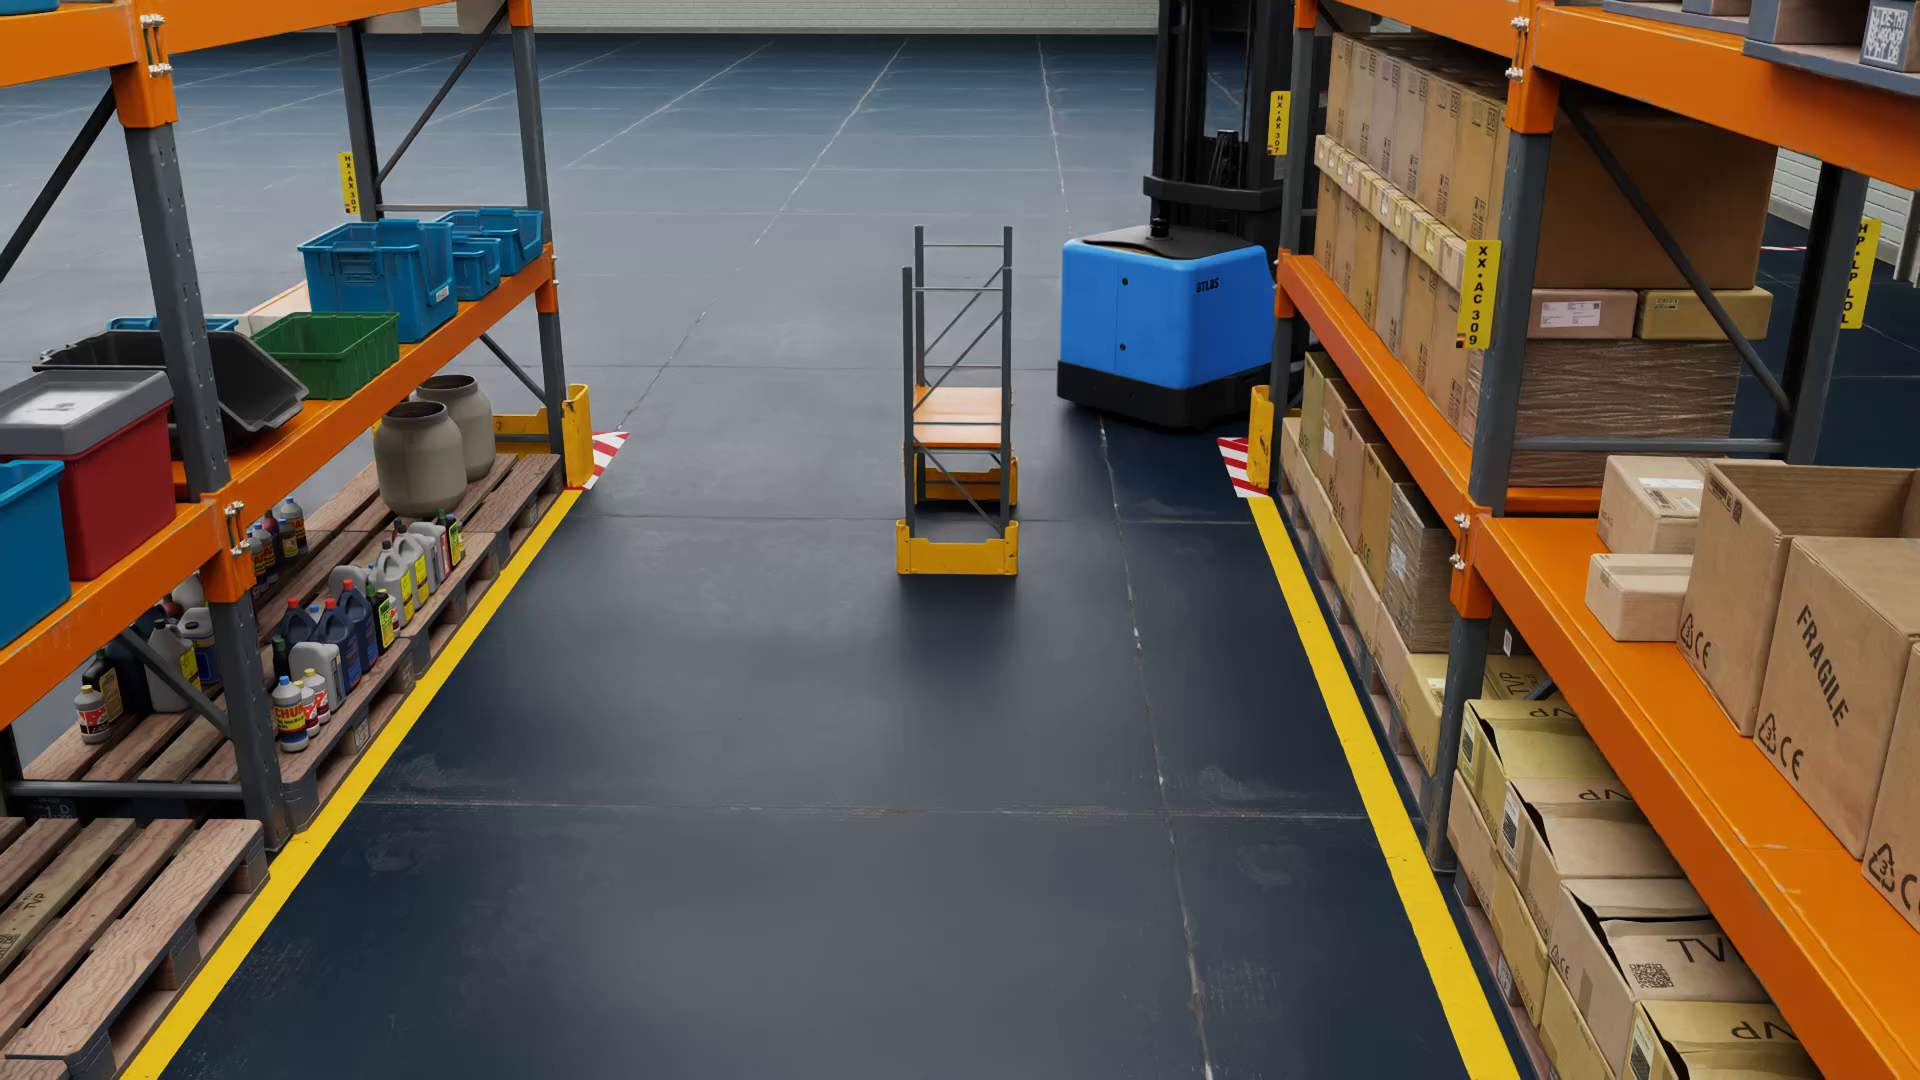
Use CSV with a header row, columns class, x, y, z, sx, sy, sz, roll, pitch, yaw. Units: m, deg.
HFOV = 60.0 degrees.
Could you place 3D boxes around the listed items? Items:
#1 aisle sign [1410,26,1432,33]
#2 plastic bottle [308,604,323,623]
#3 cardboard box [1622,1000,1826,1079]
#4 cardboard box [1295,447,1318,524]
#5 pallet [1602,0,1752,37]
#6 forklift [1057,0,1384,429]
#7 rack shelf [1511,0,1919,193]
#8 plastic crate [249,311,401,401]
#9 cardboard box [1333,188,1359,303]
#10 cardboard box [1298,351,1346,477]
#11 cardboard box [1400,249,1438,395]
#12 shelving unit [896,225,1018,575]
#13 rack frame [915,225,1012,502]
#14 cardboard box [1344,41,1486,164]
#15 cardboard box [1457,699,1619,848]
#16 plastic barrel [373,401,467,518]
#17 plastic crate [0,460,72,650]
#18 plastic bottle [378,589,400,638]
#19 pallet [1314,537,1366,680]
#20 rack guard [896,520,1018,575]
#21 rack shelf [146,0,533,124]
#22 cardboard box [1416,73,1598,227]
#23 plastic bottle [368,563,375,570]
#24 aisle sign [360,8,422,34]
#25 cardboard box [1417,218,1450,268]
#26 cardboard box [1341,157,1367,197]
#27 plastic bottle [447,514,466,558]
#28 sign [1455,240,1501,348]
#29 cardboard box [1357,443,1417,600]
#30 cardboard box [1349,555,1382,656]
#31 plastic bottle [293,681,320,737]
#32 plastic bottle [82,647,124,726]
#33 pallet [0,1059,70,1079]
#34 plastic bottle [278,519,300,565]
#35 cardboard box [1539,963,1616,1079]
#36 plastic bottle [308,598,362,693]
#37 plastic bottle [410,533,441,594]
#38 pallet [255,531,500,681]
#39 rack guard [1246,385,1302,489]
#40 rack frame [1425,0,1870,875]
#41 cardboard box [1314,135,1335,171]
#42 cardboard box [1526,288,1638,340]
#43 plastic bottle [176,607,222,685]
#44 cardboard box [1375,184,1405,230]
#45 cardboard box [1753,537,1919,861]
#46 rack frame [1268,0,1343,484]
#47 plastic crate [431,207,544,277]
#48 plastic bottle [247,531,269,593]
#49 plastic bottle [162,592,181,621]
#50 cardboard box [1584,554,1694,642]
class,x,y,z,sx,sy,sz,roll,pitch,yaw
aisle sign,2.517,-2.964,8.427,0.394,0.787,0.004,1,21,2
plastic bottle,-2.528,0.385,6.554,0.097,0.271,0.097,0,21,0
cardboard box,1.793,1.242,3.626,0.500,0.311,0.500,1,21,3
cardboard box,1.972,-0.273,8.306,0.500,0.250,0.500,1,21,2
pallet,2.086,-1.275,3.787,0.805,0.209,1.217,0,21,-1
forklift,2.029,-2.485,10.881,3.031,2.935,1.130,-20,29,-41
rack shelf,2.039,-0.625,2.841,1.077,0.370,4.000,1,21,2
plastic crate,-2.527,-0.730,6.556,0.450,0.188,0.662,1,21,2
cardboard box,2.184,-1.419,7.902,0.700,0.500,0.500,1,21,3
cardboard box,1.970,-0.623,8.171,0.500,0.500,0.500,1,21,2
cardboard box,2.136,-0.864,6.472,0.700,0.500,0.500,1,21,2
shelving unit,0.002,-0.727,8.329,0.587,1.500,1.083,1,21,2
rack frame,0.018,-0.914,8.811,0.500,1.500,0.032,1,21,2
cardboard box,2.183,-2.005,7.617,0.700,0.500,0.500,0,21,0
cardboard box,1.839,0.686,5.059,0.500,0.311,0.500,1,21,2
plastic barrel,-2.688,-0.403,8.280,0.421,0.512,0.421,0,21,0
plastic crate,-2.573,0.069,4.227,0.392,0.384,0.575,1,21,2
plastic bottle,-2.374,0.301,6.867,0.097,0.201,0.097,0,21,0
pallet,2.201,0.285,7.501,1.003,0.211,1.213,1,21,2
rack guard,-0.013,0.036,8.091,0.587,0.250,0.087,1,21,2
rack shelf,-2.790,-2.127,6.712,1.077,0.370,4.000,1,21,2
cardboard box,2.137,-1.461,6.216,0.700,0.500,0.500,1,21,2
plastic bottle,-2.509,0.197,7.136,0.097,0.201,0.097,0,21,0
aisle sign,-3.020,-3.028,8.594,0.394,0.787,0.004,1,21,2
cardboard box,1.927,-1.103,6.189,0.380,0.149,0.250,1,21,1
cardboard box,1.970,-1.664,7.636,0.380,0.149,0.250,0,21,1
plastic bottle,-2.347,-0.019,7.691,0.097,0.201,0.097,0,21,0
sign,1.545,-0.731,4.960,0.100,0.325,0.005,1,21,2
cardboard box,1.934,-0.080,6.773,0.500,0.500,0.500,1,21,2
cardboard box,1.921,0.269,6.909,0.500,0.250,0.500,1,21,2
plastic bottle,-2.400,0.611,6.067,0.097,0.201,0.097,0,21,0
plastic bottle,-3.166,0.543,6.130,0.061,0.283,0.133,2,21,4
pallet,-2.870,1.686,3.893,1.003,0.211,1.213,1,21,2
plastic bottle,-3.099,0.002,7.638,0.097,0.201,0.097,0,21,0
cardboard box,1.810,1.316,4.211,0.500,0.250,0.500,0,21,0
plastic bottle,-2.411,0.402,6.401,0.144,0.351,0.185,1,21,3
plastic bottle,-2.386,0.087,7.314,0.152,0.276,0.135,0,21,0
pallet,-2.754,0.274,7.530,1.003,0.211,1.213,1,21,2
rack guard,2.223,-0.575,9.319,1.175,0.500,0.348,1,21,2
rack frame,2.100,-0.285,5.117,1.000,3.000,0.127,1,21,2
cardboard box,1.995,-1.941,8.349,0.380,0.149,0.250,0,21,1
cardboard box,1.894,-0.735,5.241,0.380,0.149,0.250,1,21,2
plastic bottle,-2.965,0.411,6.480,0.152,0.276,0.135,1,21,2
cardboard box,1.947,-1.385,6.917,0.380,0.149,0.250,1,21,2
cardboard box,2.029,0.317,3.426,0.500,0.500,0.500,1,21,2
rack frame,2.222,-1.731,8.844,1.000,3.000,0.127,1,21,2
plastic crate,-2.445,-1.534,8.540,0.499,0.251,0.616,1,21,2
plastic bottle,-3.109,0.092,7.309,0.097,0.271,0.097,0,21,0
plastic bottle,-3.150,0.356,6.613,0.061,0.283,0.133,2,21,5
cardboard box,1.869,0.150,4.343,0.380,0.149,0.250,1,21,2
